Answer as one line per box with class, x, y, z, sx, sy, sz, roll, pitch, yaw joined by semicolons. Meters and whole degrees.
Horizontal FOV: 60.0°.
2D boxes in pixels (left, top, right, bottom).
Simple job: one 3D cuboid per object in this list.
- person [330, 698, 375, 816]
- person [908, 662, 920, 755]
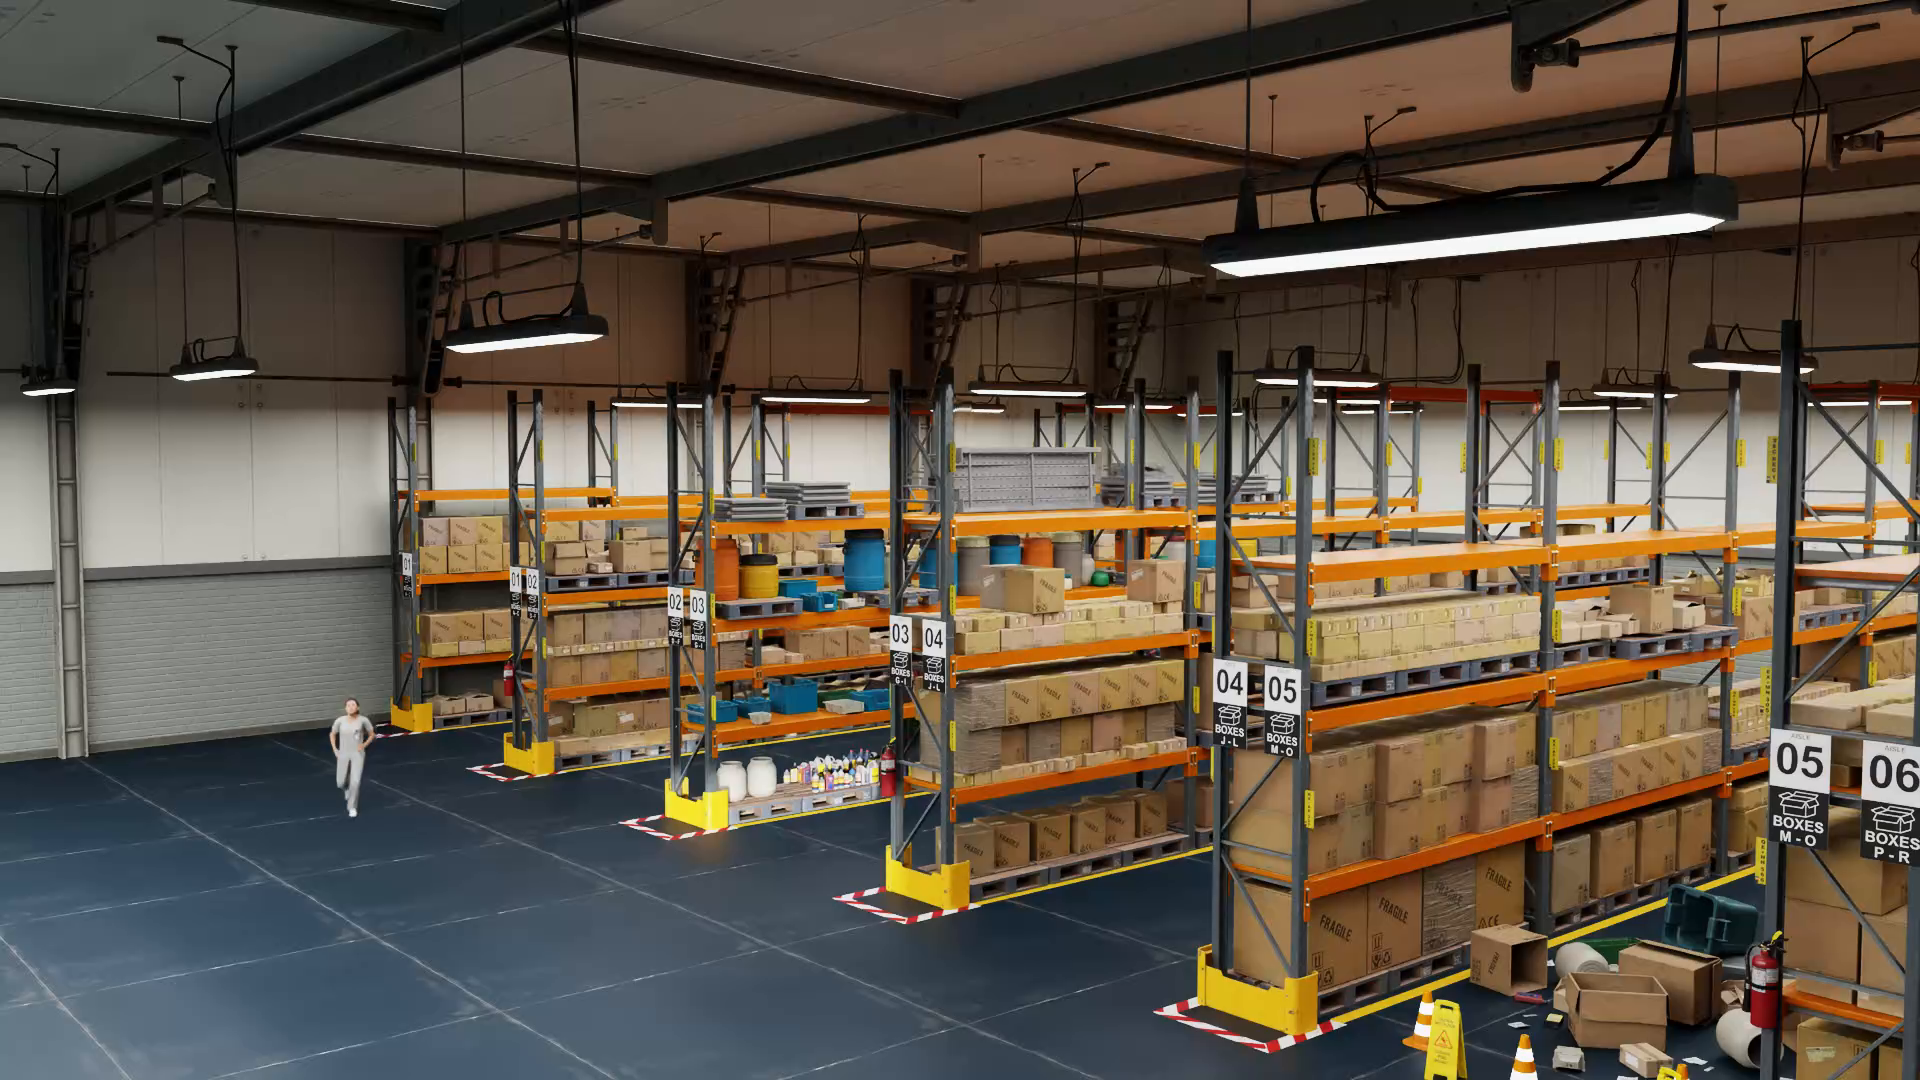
person;-8.475;3.013;23.204;0.601;1.618;0.569;-1;3;-11
person;-0.739;2.626;26.989;0.855;1.833;0.608;-3;4;-39
